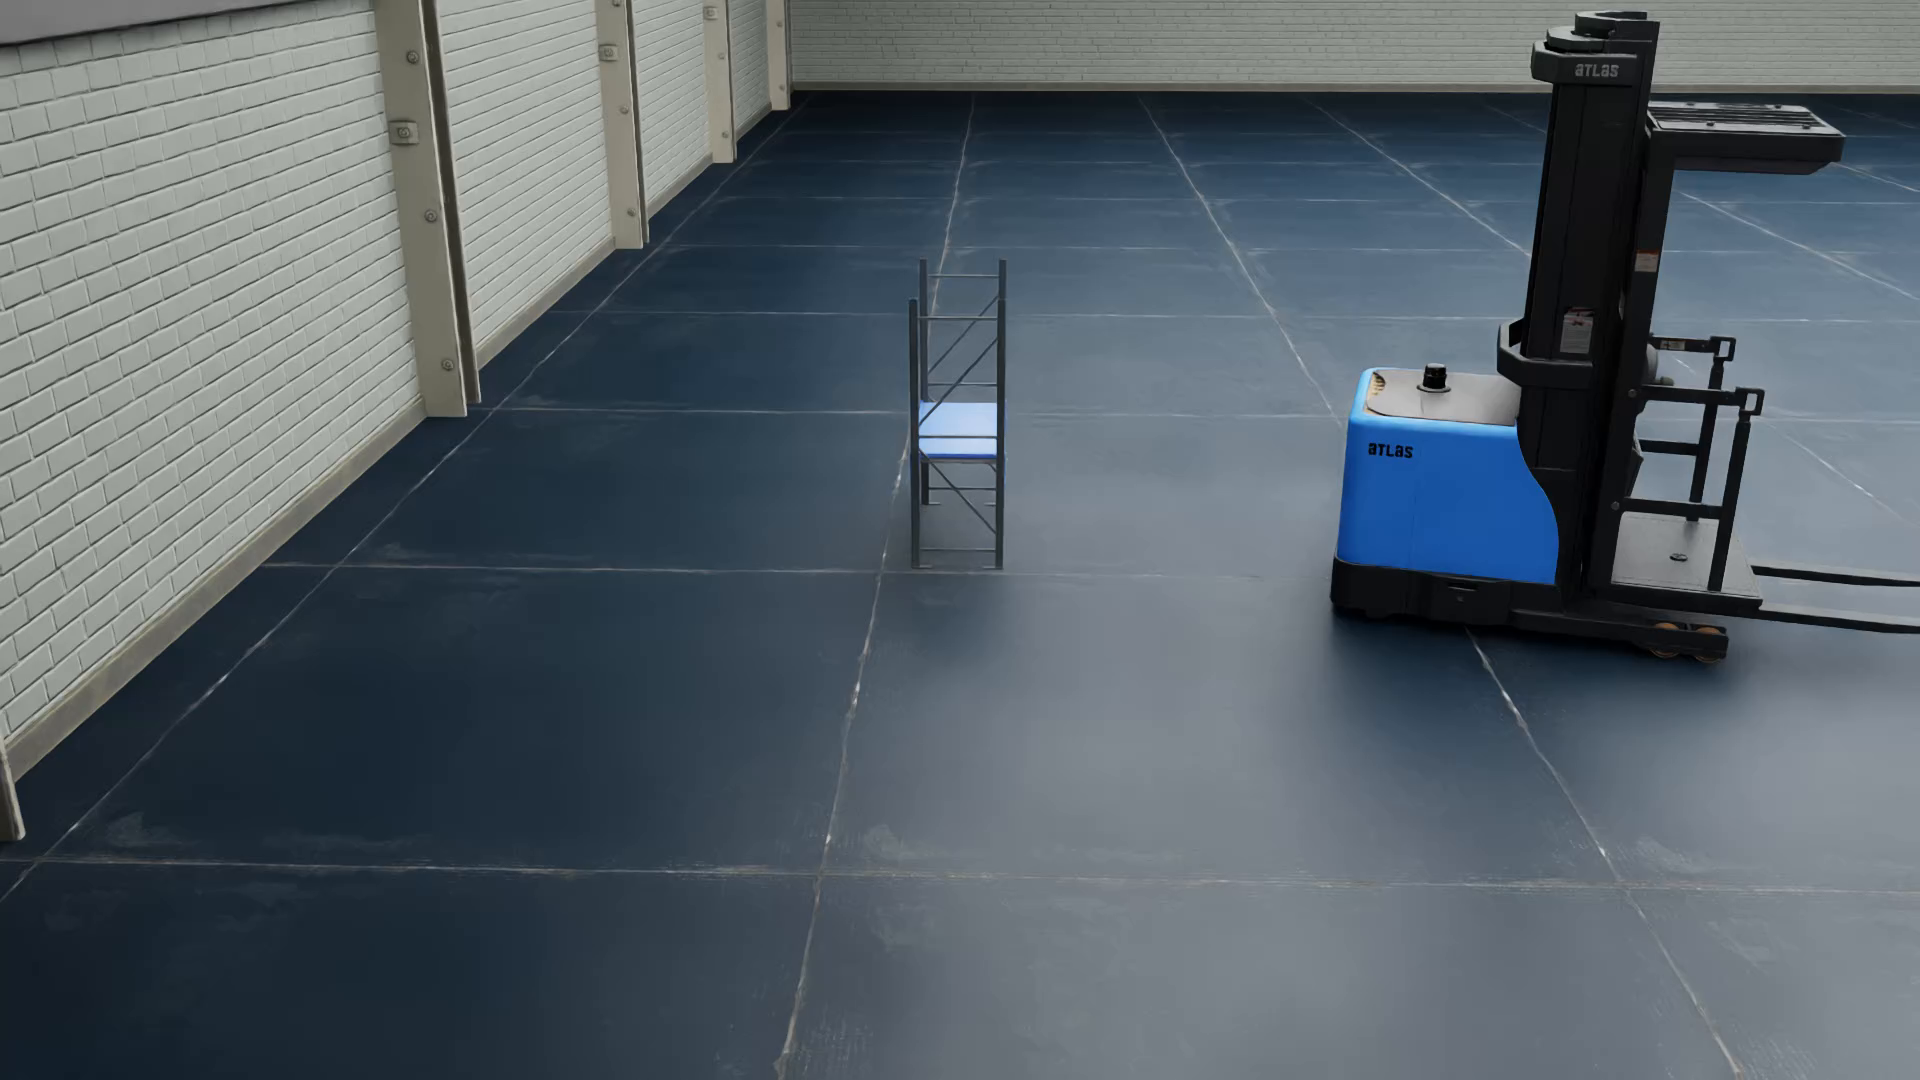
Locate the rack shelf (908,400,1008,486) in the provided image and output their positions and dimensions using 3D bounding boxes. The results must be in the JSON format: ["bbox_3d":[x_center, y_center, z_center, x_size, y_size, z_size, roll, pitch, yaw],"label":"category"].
[{"bbox_3d":[0.003,-0.562,9.402,0.538,0.185,1.000,1,21,2],"label":"rack shelf"}]

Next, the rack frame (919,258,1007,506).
[{"bbox_3d":[0.018,-0.914,9.811,0.500,1.500,0.032,1,21,2],"label":"rack frame"}]

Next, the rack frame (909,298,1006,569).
[{"bbox_3d":[-0.013,-0.546,8.863,0.500,1.500,0.032,1,21,2],"label":"rack frame"}]

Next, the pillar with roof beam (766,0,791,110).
[{"bbox_3d":[1.197,-11.600,26.986,9.100,9.000,0.400,1,21,2],"label":"pillar with roof beam"}]

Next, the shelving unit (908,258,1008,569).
[{"bbox_3d":[0.003,-0.730,9.337,0.538,1.500,1.048,1,21,2],"label":"shelving unit"}]

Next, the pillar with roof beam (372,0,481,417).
[{"bbox_3d":[0.649,-5.092,10.213,9.100,9.000,0.400,1,21,2],"label":"pillar with roof beam"}]

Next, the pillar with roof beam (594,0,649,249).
[{"bbox_3d":[0.832,-7.262,15.804,9.100,9.000,0.400,1,21,2],"label":"pillar with roof beam"}]

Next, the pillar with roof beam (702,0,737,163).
[{"bbox_3d":[1.014,-9.431,21.395,9.100,9.000,0.400,1,21,2],"label":"pillar with roof beam"}]

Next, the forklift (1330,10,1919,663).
[{"bbox_3d":[3.478,-0.990,8.028,3.031,2.935,1.130,6,22,15],"label":"forklift"}]
